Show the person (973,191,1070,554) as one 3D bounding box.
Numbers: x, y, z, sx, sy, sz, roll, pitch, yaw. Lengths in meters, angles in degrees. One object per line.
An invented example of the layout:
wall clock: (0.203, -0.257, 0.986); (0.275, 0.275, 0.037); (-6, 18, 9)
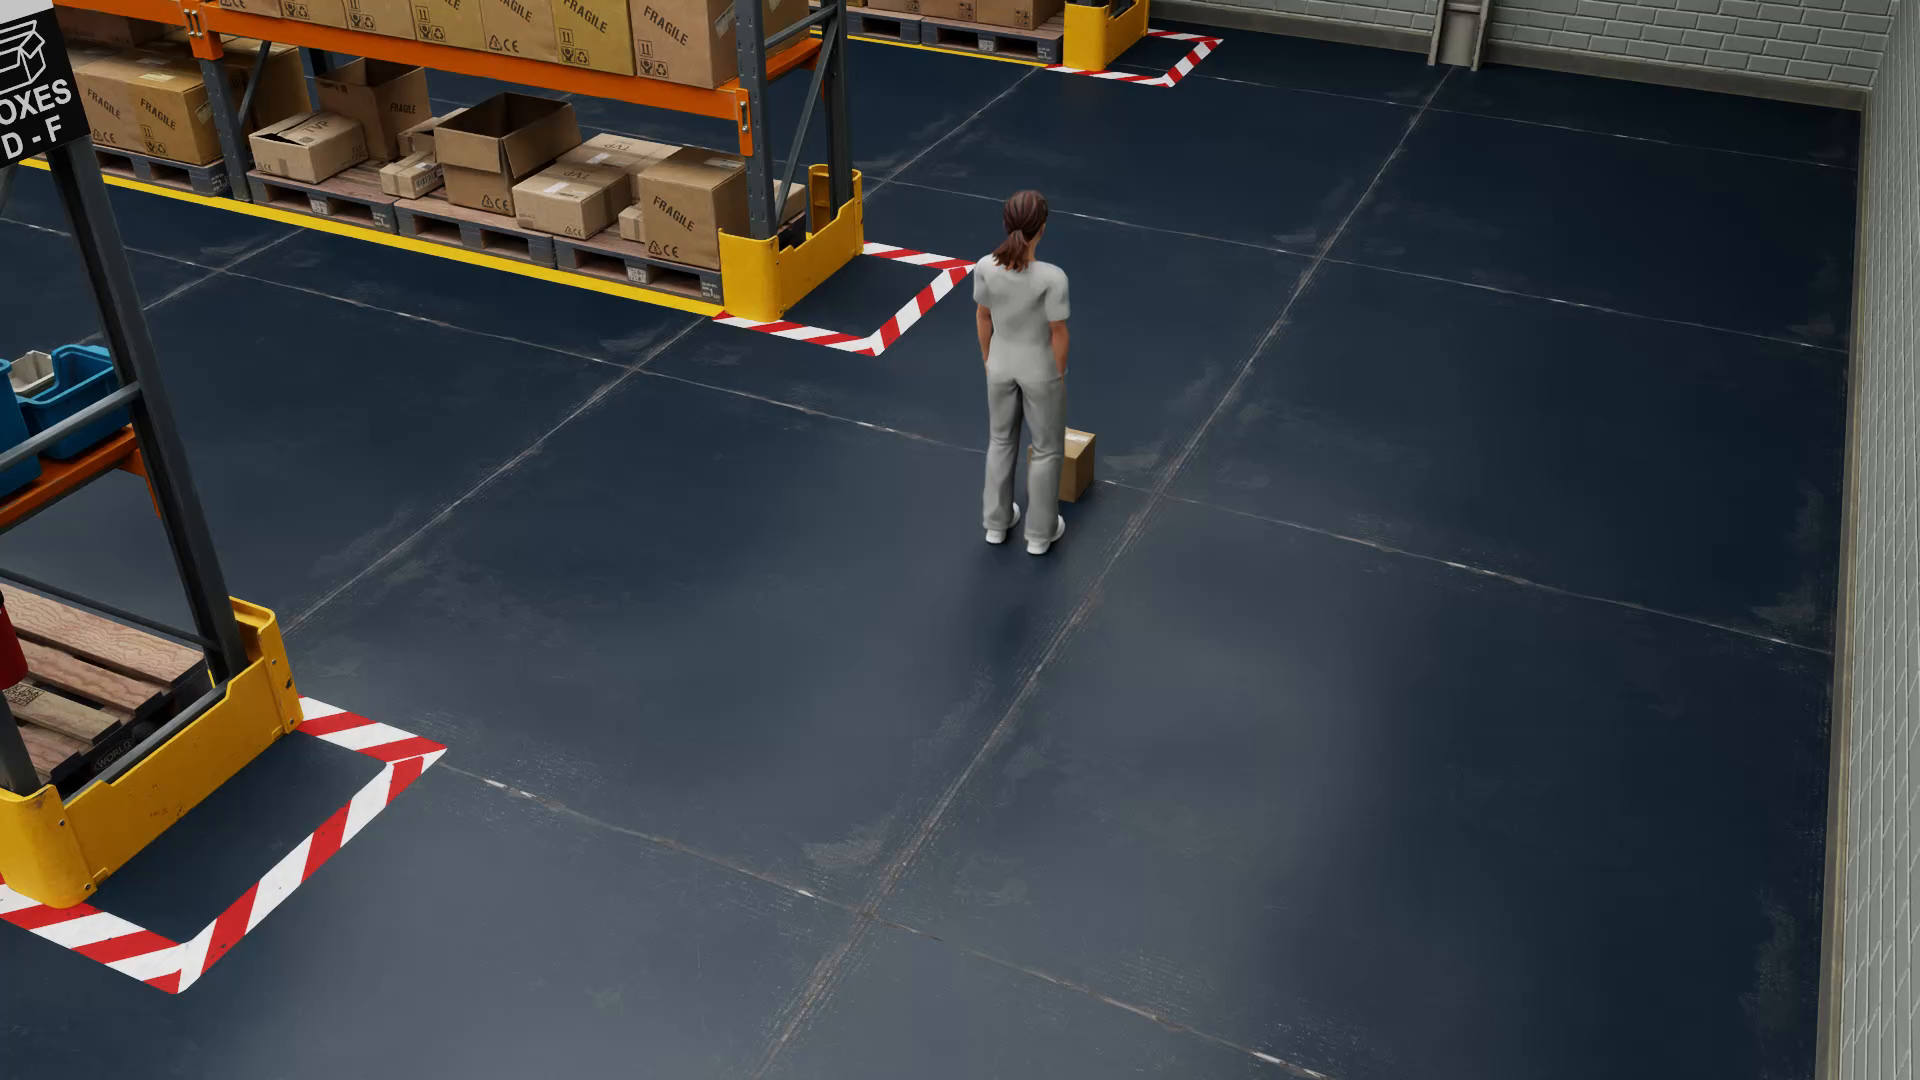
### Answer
person: (0.265, -0.704, 7.221); (0.440, 1.650, 0.361); (15, 37, 21)
